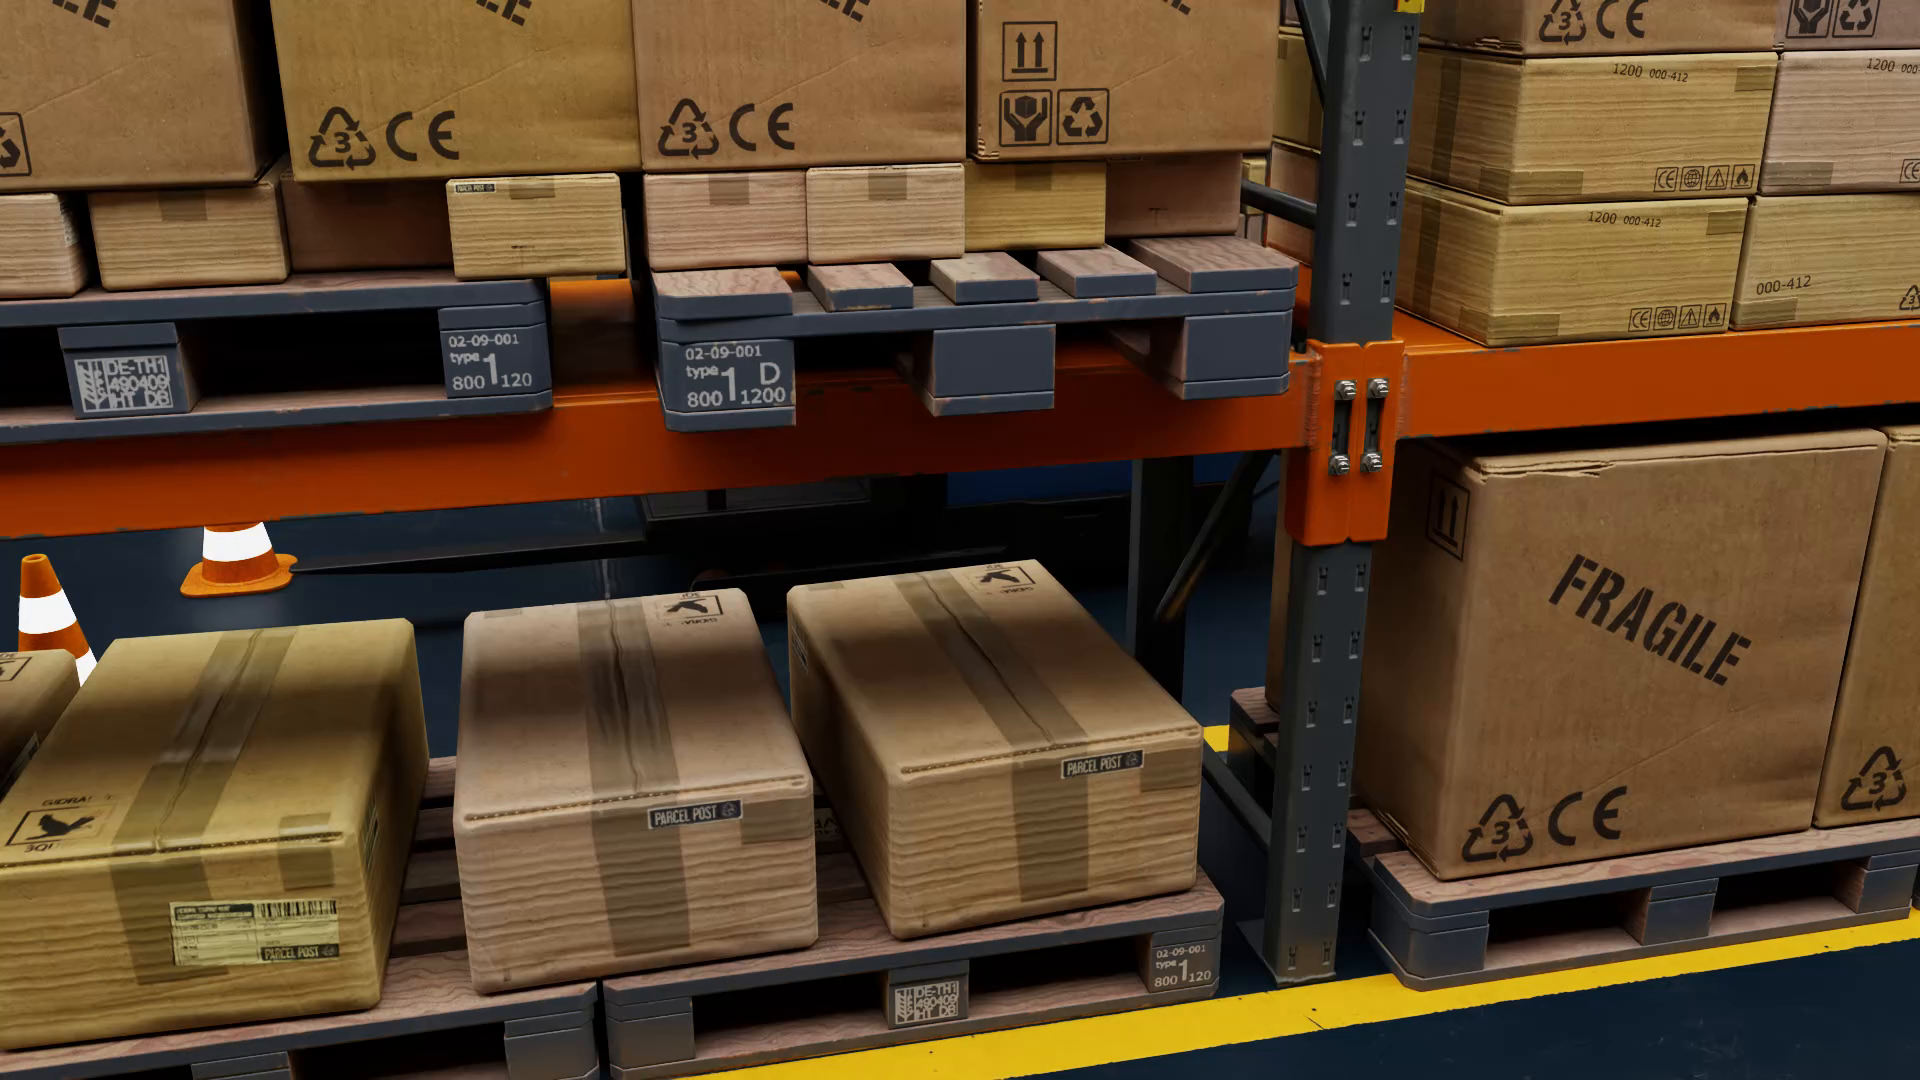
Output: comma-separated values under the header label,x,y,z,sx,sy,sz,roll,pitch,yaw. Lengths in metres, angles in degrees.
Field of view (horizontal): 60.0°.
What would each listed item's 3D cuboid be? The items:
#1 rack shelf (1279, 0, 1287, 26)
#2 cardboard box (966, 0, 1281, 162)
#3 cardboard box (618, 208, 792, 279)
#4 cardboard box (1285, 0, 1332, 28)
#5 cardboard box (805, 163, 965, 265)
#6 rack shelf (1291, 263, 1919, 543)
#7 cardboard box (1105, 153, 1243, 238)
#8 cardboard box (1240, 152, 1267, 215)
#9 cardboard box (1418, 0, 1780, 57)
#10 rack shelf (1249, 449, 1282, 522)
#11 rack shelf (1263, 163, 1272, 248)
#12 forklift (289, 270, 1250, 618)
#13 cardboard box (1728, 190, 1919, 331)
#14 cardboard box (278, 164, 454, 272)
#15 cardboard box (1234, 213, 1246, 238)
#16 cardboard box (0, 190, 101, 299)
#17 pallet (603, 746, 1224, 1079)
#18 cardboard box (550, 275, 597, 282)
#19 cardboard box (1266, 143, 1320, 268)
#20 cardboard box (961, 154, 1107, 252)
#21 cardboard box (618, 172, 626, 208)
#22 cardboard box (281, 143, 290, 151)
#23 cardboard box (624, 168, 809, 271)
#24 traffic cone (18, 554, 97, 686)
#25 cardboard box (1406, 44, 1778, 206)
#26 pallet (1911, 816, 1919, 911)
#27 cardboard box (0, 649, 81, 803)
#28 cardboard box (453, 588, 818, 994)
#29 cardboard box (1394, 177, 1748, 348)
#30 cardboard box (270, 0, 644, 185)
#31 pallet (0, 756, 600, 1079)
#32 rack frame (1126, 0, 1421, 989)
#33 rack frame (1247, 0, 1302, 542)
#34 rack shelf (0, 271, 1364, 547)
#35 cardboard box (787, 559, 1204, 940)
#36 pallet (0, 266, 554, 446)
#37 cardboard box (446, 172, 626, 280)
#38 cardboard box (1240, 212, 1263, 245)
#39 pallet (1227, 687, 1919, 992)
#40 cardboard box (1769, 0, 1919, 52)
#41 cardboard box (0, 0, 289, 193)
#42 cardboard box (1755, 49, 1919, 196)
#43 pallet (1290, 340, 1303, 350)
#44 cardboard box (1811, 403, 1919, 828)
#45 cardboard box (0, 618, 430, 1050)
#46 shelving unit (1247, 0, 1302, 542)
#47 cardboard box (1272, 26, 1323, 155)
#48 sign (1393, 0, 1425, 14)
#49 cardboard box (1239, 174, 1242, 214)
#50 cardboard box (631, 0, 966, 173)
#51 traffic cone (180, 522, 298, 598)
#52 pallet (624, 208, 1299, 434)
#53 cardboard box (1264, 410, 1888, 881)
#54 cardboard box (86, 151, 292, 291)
label,x,y,z,sx,sy,sz,roll,pitch,yaw
rack shelf,1.304,-1.633,5.215,0.480,0.518,0.431,13,23,31
cardboard box,0.208,-0.932,2.809,0.500,0.500,0.500,-5,21,-14
cardboard box,-1.264,-1.449,8.069,0.750,0.750,1.050,-5,21,-13
cardboard box,1.029,-1.322,3.464,0.500,0.500,0.500,-5,21,-14
cardboard box,-0.158,-0.571,2.768,0.250,0.149,0.380,-5,21,-13
rack shelf,2.533,-0.498,3.858,4.000,0.370,1.077,-5,21,-12
cardboard box,0.321,-0.652,2.987,0.250,0.149,0.380,-4,20,-10
cardboard box,1.560,-1.792,8.278,0.500,0.250,0.500,-6,21,-15
cardboard box,1.122,-1.151,2.996,0.500,0.500,0.500,-5,21,-14
rack shelf,1.292,-0.313,5.679,0.480,0.518,0.431,13,23,31
rack shelf,1.298,-0.973,5.447,0.480,0.518,0.431,13,23,31
forklift,-0.608,-1.320,5.157,3.031,2.935,1.130,-5,21,-14
cardboard box,1.616,-0.608,3.331,0.500,0.250,0.500,-5,21,-14
cardboard box,-0.943,-0.550,2.709,0.250,0.149,0.380,-4,21,-12
cardboard box,1.083,-1.403,8.308,0.500,0.500,0.500,-5,21,-14
cardboard box,-1.421,-0.472,2.496,0.250,0.149,0.380,-4,20,-10
pallet,-0.175,0.694,3.614,1.213,0.211,1.003,-5,21,-12
cardboard box,-2.114,-1.378,7.877,0.750,0.750,1.050,-4,21,-12
cardboard box,1.019,-0.734,3.674,0.500,0.250,0.500,-5,21,-14
cardboard box,0.077,-0.606,2.863,0.250,0.149,0.380,-4,21,-12
cardboard box,-0.605,-0.761,3.285,0.250,0.149,0.380,-5,21,-12
cardboard box,-1.088,-0.680,3.065,0.250,0.149,0.380,-4,20,-10
cardboard box,-0.405,-0.554,2.721,0.250,0.149,0.380,-6,21,-15
traffic cone,-2.422,0.264,4.421,0.334,0.463,0.336,-5,21,-12
cardboard box,1.136,-0.799,3.126,0.500,0.250,0.500,-5,21,-13
pallet,2.556,0.500,4.143,1.213,0.211,1.003,-5,21,-12
cardboard box,-2.098,0.576,3.092,0.625,0.372,0.950,-3,20,-9
cardboard box,-0.682,0.462,3.402,0.625,0.372,0.950,-5,21,-14
cardboard box,1.120,-0.561,3.204,0.500,0.250,0.500,-5,21,-13
cardboard box,-0.784,-0.847,2.577,0.500,0.500,0.500,-6,21,-16
pallet,-1.359,0.789,3.354,1.213,0.211,1.003,-5,21,-12
rack frame,0.586,-0.677,3.302,0.127,3.000,1.000,-5,21,-12
rack frame,1.093,-1.031,5.566,0.015,2.100,0.400,13,23,31
rack shelf,-1.360,-0.181,2.994,4.000,0.370,1.077,-5,21,-12
cardboard box,0.034,0.401,3.569,0.625,0.372,0.950,-6,21,-16
pallet,-1.331,-0.417,2.870,1.213,0.211,1.003,-5,21,-12
cardboard box,-0.669,-0.527,2.648,0.250,0.149,0.380,-4,21,-12
cardboard box,1.580,-1.444,8.418,0.500,0.500,0.500,-5,21,-14
pallet,1.371,0.595,3.883,1.213,0.211,1.003,-5,21,-12
cardboard box,1.603,-1.193,3.112,0.500,0.500,0.500,-5,21,-12
cardboard box,-1.315,-0.804,2.460,0.500,0.500,0.500,-6,21,-15
cardboard box,1.639,-0.839,3.236,0.500,0.250,0.500,-4,21,-11
pallet,1.295,-1.173,8.711,1.213,0.211,1.003,-5,21,-12
cardboard box,2.147,0.027,3.857,0.875,0.875,0.875,-4,21,-12
cardboard box,-1.421,0.520,3.243,0.625,0.372,0.950,-4,20,-11
shelving unit,1.298,-0.986,5.442,0.503,2.100,0.431,13,23,31
cardboard box,0.999,-0.965,3.579,0.500,0.250,0.500,-5,21,-13
sign,0.720,-1.003,2.623,0.005,0.325,0.100,-5,21,-12
cardboard box,1.054,-1.750,8.165,0.500,0.250,0.500,-4,21,-12
cardboard box,-0.293,-0.887,2.687,0.500,0.500,0.500,-5,21,-13
traffic cone,-2.370,-0.094,5.398,0.334,0.463,0.336,-5,21,-12
pallet,-0.083,-0.495,3.084,1.003,0.211,1.213,-5,21,-12
cardboard box,1.278,0.097,3.669,0.875,0.875,0.875,-5,21,-13
cardboard box,-1.168,-0.502,2.580,0.250,0.149,0.380,-5,21,-14
